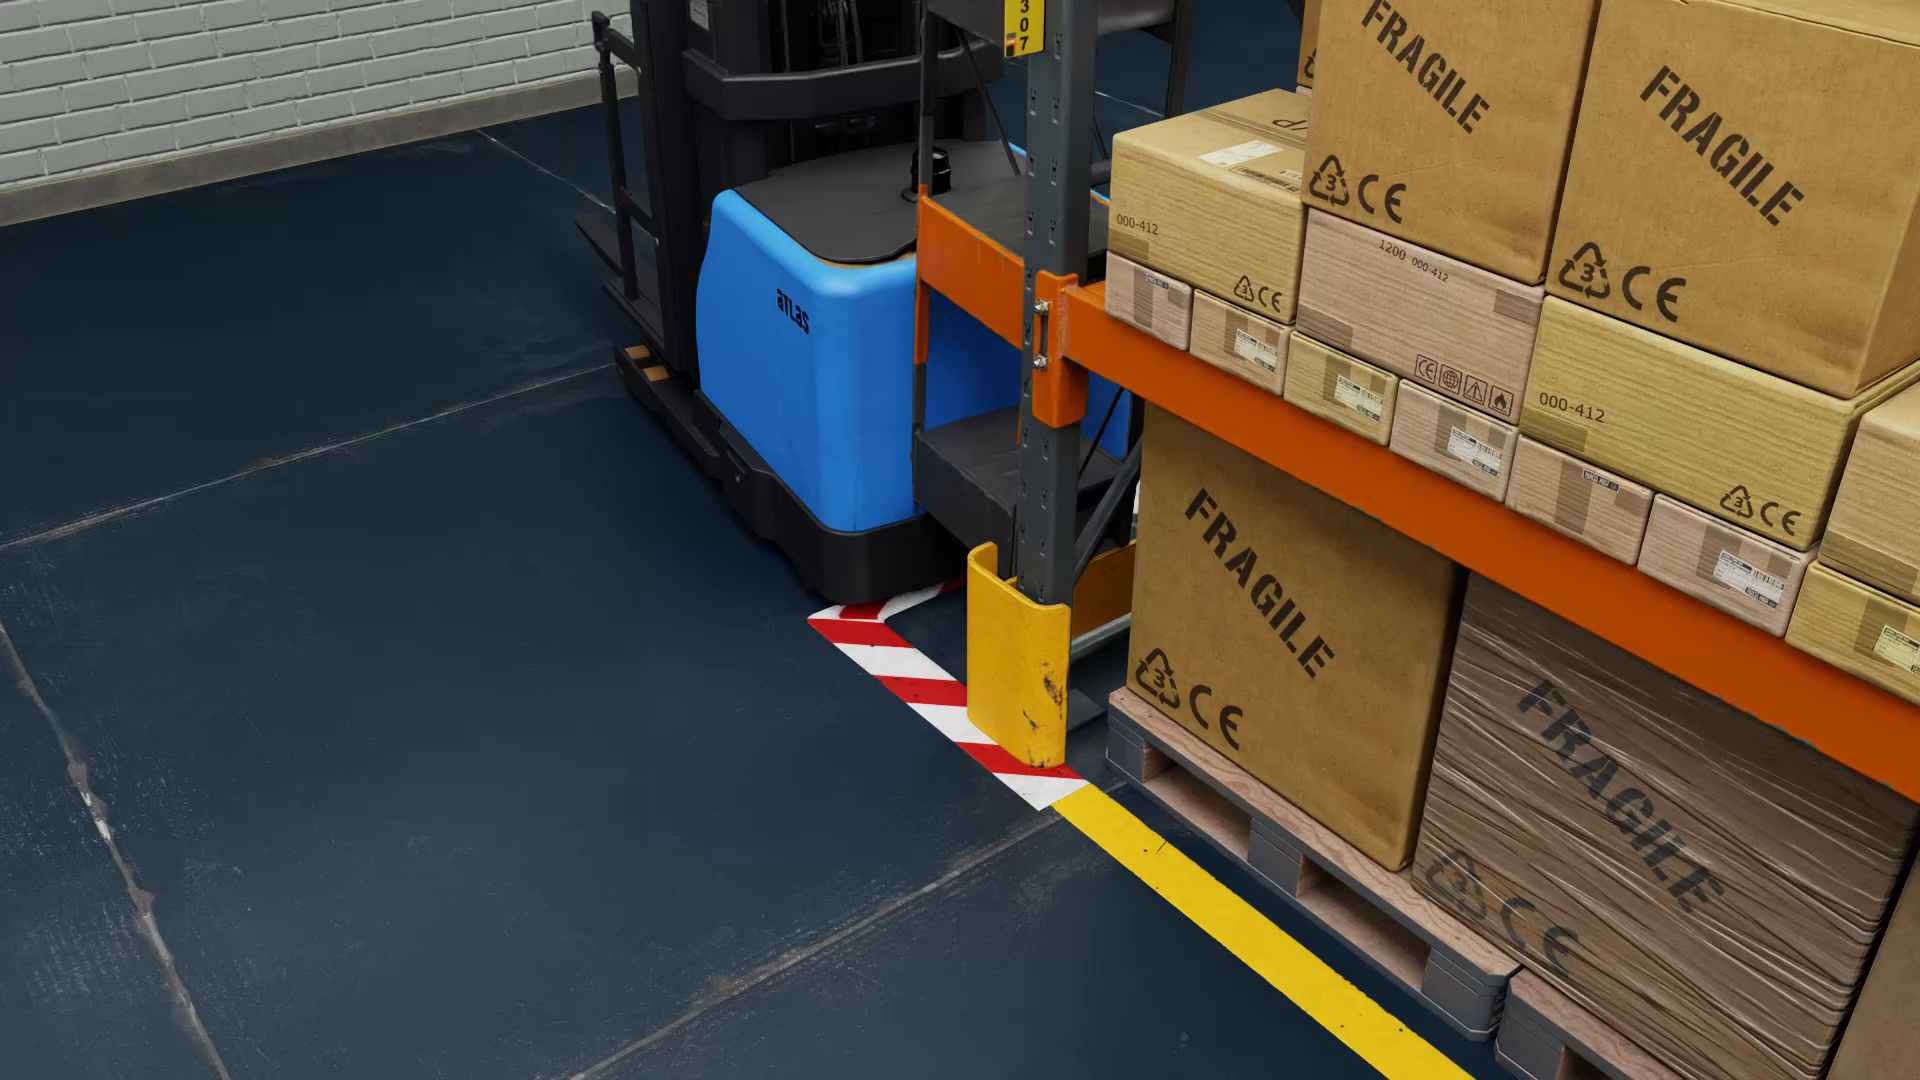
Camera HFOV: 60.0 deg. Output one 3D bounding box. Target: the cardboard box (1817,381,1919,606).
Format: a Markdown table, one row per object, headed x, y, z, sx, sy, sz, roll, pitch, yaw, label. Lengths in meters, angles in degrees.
| x | y | z | sx | sy | sz | roll | pitch | yaw | label |
| --- | --- | --- | --- | --- | --- | --- | --- | --- | --- |
| 1.608 | -0.053 | 2.352 | 0.500 | 0.250 | 0.500 | -23 | 39 | -32 | cardboard box |

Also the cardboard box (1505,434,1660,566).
| x | y | z | sx | sy | sz | roll | pitch | yaw | label |
| --- | --- | --- | --- | --- | --- | --- | --- | --- | --- |
| 1.163 | -0.129 | 2.853 | 0.380 | 0.149 | 0.250 | -23 | 39 | -32 | cardboard box |

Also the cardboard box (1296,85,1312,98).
| x | y | z | sx | sy | sz | roll | pitch | yaw | label |
| --- | --- | --- | --- | --- | --- | --- | --- | --- | --- |
| 1.081 | -0.865 | 3.660 | 0.500 | 0.250 | 0.500 | -23 | 39 | -32 | cardboard box |

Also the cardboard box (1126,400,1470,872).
| x | y | z | sx | sy | sz | roll | pitch | yaw | label |
| --- | --- | --- | --- | --- | --- | --- | --- | --- | --- |
| 1.030 | 0.047 | 3.948 | 0.875 | 0.875 | 0.875 | -22 | 38 | -31 | cardboard box |

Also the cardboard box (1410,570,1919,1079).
| x | y | z | sx | sy | sz | roll | pitch | yaw | label |
| --- | --- | --- | --- | --- | --- | --- | --- | --- | --- |
| 1.588 | 0.426 | 3.337 | 0.875 | 0.875 | 0.875 | -22 | 38 | -31 | cardboard box |

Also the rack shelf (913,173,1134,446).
| x | y | z | sx | sy | sz | roll | pitch | yaw | label |
| --- | --- | --- | --- | --- | --- | --- | --- | --- | --- |
| 0.191 | -0.627 | 4.275 | 0.431 | 0.518 | 0.480 | -20 | 42 | -29 | rack shelf |

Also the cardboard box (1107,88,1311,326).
| x | y | z | sx | sy | sz | roll | pitch | yaw | label |
| --- | --- | --- | --- | --- | --- | --- | --- | --- | --- |
| 0.655 | -0.694 | 3.384 | 0.500 | 0.250 | 0.500 | -23 | 39 | -33 | cardboard box |

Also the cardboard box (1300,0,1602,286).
| x | y | z | sx | sy | sz | roll | pitch | yaw | label |
| --- | --- | --- | --- | --- | --- | --- | --- | --- | --- |
| 0.962 | -0.804 | 2.851 | 0.500 | 0.500 | 0.500 | -23 | 39 | -32 | cardboard box |

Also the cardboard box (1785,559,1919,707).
| x | y | z | sx | sy | sz | roll | pitch | yaw | label |
| --- | --- | --- | --- | --- | --- | --- | --- | --- | --- |
| 1.475 | 0.084 | 2.511 | 0.380 | 0.149 | 0.250 | -23 | 39 | -33 | cardboard box |

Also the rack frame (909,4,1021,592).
| x | y | z | sx | sy | sz | roll | pitch | yaw | label |
| --- | --- | --- | --- | --- | --- | --- | --- | --- | --- |
| 0.053 | -0.760 | 4.427 | 0.400 | 2.100 | 0.015 | -20 | 42 | -29 | rack frame |

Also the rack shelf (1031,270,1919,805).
| x | y | z | sx | sy | sz | roll | pitch | yaw | label |
| --- | --- | --- | --- | --- | --- | --- | --- | --- | --- |
| 1.800 | 0.221 | 2.734 | 1.077 | 0.370 | 4.000 | -22 | 38 | -31 | rack shelf |

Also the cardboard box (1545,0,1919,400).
| x | y | z | sx | sy | sz | roll | pitch | yaw | label |
| --- | --- | --- | --- | --- | --- | --- | --- | --- | --- |
| 1.284 | -0.590 | 2.506 | 0.500 | 0.500 | 0.500 | -23 | 39 | -33 | cardboard box |

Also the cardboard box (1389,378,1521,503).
| x | y | z | sx | sy | sz | roll | pitch | yaw | label |
| --- | --- | --- | --- | --- | --- | --- | --- | --- | --- |
| 1.008 | -0.236 | 3.025 | 0.380 | 0.149 | 0.250 | -23 | 39 | -32 | cardboard box |

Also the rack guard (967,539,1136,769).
| x | y | z | sx | sy | sz | roll | pitch | yaw | label |
| --- | --- | --- | --- | --- | --- | --- | --- | --- | --- |
| 0.559 | 0.133 | 4.561 | 1.175 | 0.500 | 0.348 | -22 | 38 | -31 | rack guard |

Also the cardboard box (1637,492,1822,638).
| x | y | z | sx | sy | sz | roll | pitch | yaw | label |
| --- | --- | --- | --- | --- | --- | --- | --- | --- | --- |
| 1.321 | -0.022 | 2.680 | 0.380 | 0.149 | 0.250 | -23 | 38 | -32 | cardboard box |

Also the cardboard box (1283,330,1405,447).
| x | y | z | sx | sy | sz | roll | pitch | yaw | label |
| --- | --- | --- | --- | --- | --- | --- | --- | --- | --- |
| 0.847 | -0.344 | 3.199 | 0.380 | 0.149 | 0.250 | -23 | 39 | -32 | cardboard box |

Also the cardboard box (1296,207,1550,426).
| x | y | z | sx | sy | sz | roll | pitch | yaw | label |
| --- | --- | --- | --- | --- | --- | --- | --- | --- | --- |
| 0.979 | -0.479 | 3.039 | 0.500 | 0.250 | 0.500 | -23 | 38 | -32 | cardboard box |

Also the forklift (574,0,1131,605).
| x | y | z | sx | sy | sz | roll | pitch | yaw | label |
| --- | --- | --- | --- | --- | --- | --- | --- | --- | --- |
| -0.615 | -1.809 | 5.385 | 1.130 | 2.935 | 3.031 | -16 | 35 | -24 | forklift |

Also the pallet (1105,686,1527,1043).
| x | y | z | sx | sy | sz | roll | pitch | yaw | label |
| --- | --- | --- | --- | --- | --- | --- | --- | --- | --- |
| 1.126 | 0.574 | 4.126 | 1.003 | 0.211 | 1.213 | -22 | 38 | -31 | pallet |

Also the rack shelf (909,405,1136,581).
| x | y | z | sx | sy | sz | roll | pitch | yaw | label |
| --- | --- | --- | --- | --- | --- | --- | --- | --- | --- |
| 0.164 | -0.060 | 4.685 | 0.431 | 0.518 | 0.480 | -20 | 42 | -29 | rack shelf |

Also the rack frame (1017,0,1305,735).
| x | y | z | sx | sy | sz | roll | pitch | yaw | label |
| --- | --- | --- | --- | --- | --- | --- | --- | --- | --- |
| 0.574 | -0.918 | 3.886 | 1.000 | 3.000 | 0.127 | -22 | 38 | -31 | rack frame |

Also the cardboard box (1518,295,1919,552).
| x | y | z | sx | sy | sz | roll | pitch | yaw | label |
| --- | --- | --- | --- | --- | --- | --- | --- | --- | --- |
| 1.284 | -0.269 | 2.700 | 0.500 | 0.250 | 0.500 | -24 | 39 | -33 | cardboard box |

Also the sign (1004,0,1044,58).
| x | y | z | sx | sy | sz | roll | pitch | yaw | label |
| --- | --- | --- | --- | --- | --- | --- | --- | --- | --- |
| 0.132 | -1.143 | 3.351 | 0.100 | 0.325 | 0.005 | -22 | 38 | -31 | sign |

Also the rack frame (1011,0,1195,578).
| x | y | z | sx | sy | sz | roll | pitch | yaw | label |
| --- | --- | --- | --- | --- | --- | --- | --- | --- | --- |
| 0.330 | -0.516 | 4.107 | 0.400 | 2.100 | 0.015 | -20 | 42 | -29 | rack frame |

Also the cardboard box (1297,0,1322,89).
| x | y | z | sx | sy | sz | roll | pitch | yaw | label |
| --- | --- | --- | --- | --- | --- | --- | --- | --- | --- |
| 1.080 | -1.182 | 3.459 | 0.500 | 0.500 | 0.500 | -22 | 38 | -31 | cardboard box |

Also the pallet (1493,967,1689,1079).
| x | y | z | sx | sy | sz | roll | pitch | yaw | label |
| --- | --- | --- | --- | --- | --- | --- | --- | --- | --- |
| 1.870 | 1.082 | 3.308 | 1.003 | 0.211 | 1.213 | -22 | 38 | -31 | pallet |

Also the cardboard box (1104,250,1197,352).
| x | y | z | sx | sy | sz | roll | pitch | yaw | label |
| --- | --- | --- | --- | --- | --- | --- | --- | --- | --- |
| 0.531 | -0.557 | 3.542 | 0.380 | 0.149 | 0.250 | -22 | 38 | -31 | cardboard box |

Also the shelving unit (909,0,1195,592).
| x | y | z | sx | sy | sz | roll | pitch | yaw | label |
| --- | --- | --- | --- | --- | --- | --- | --- | --- | --- |
| 0.191 | -0.638 | 4.267 | 0.431 | 2.100 | 0.503 | -20 | 42 | -29 | shelving unit |

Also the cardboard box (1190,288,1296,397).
| x | y | z | sx | sy | sz | roll | pitch | yaw | label |
| --- | --- | --- | --- | --- | --- | --- | --- | --- | --- |
| 0.689 | -0.451 | 3.371 | 0.380 | 0.149 | 0.250 | -23 | 38 | -32 | cardboard box |

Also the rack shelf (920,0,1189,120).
| x | y | z | sx | sy | sz | roll | pitch | yaw | label |
| --- | --- | --- | --- | --- | --- | --- | --- | --- | --- |
| 0.218 | -1.194 | 3.865 | 0.431 | 0.518 | 0.480 | -20 | 42 | -29 | rack shelf |
